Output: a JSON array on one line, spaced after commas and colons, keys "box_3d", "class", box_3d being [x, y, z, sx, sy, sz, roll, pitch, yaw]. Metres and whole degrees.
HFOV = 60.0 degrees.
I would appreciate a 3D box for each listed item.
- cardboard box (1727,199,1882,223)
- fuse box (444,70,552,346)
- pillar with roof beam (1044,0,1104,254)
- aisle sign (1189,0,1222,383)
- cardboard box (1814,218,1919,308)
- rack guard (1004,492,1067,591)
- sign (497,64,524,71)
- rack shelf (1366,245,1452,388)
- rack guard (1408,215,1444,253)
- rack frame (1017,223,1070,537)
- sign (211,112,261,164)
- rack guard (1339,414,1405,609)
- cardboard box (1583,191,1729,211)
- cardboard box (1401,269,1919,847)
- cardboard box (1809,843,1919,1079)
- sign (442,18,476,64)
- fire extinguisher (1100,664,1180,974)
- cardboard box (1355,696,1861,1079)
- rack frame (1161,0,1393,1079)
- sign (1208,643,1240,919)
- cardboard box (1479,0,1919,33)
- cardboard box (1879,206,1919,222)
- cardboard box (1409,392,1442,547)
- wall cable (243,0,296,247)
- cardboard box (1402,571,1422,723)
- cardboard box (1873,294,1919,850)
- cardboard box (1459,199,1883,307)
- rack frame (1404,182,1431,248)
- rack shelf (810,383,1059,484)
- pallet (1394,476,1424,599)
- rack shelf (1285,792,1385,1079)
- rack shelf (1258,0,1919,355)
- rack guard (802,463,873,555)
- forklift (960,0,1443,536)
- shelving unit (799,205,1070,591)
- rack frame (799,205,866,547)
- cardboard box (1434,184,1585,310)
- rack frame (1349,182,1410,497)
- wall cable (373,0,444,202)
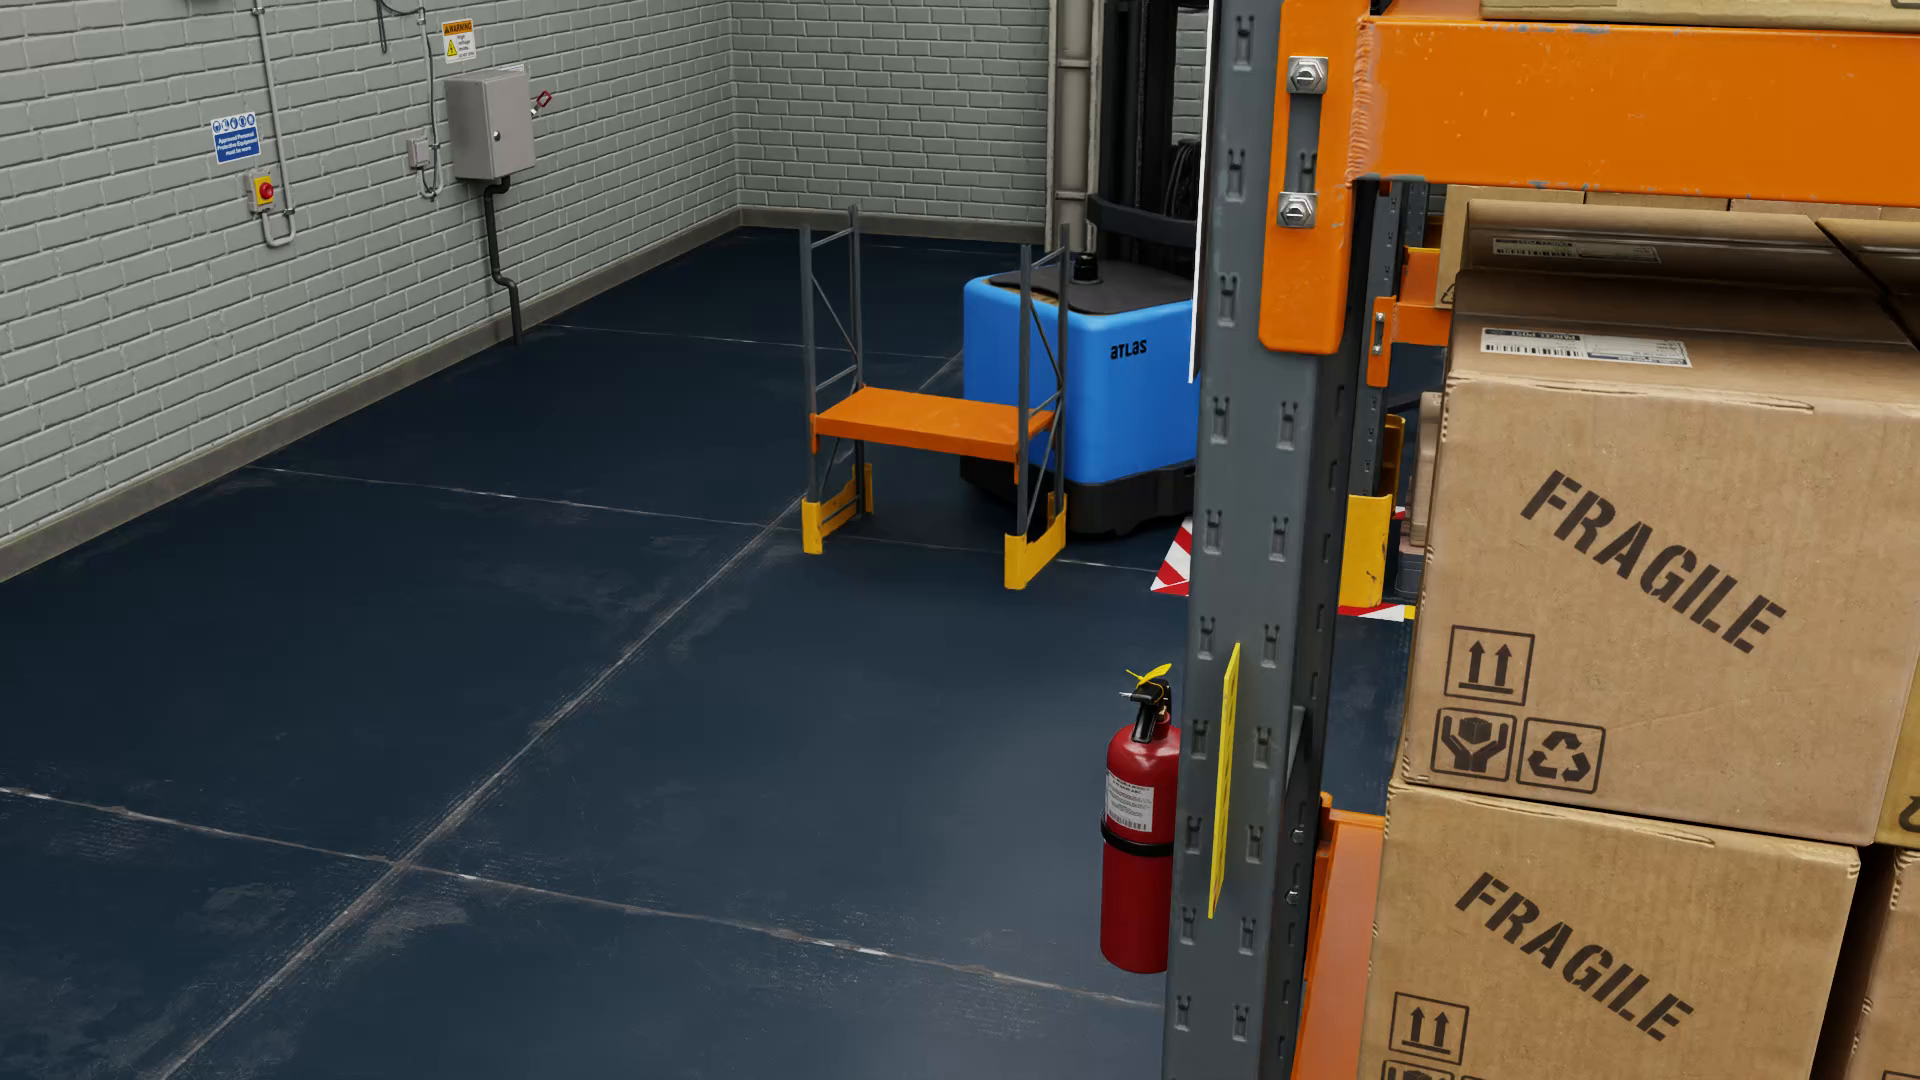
[{"box_3d": [3.155, -1.101, 6.369, 0.500, 0.500, 0.500, 6, 23, 15], "class": "cardboard box"}, {"box_3d": [-2.855, -2.080, 10.585, 0.414, 1.711, 0.539, 7, 23, 16], "class": "fuse box"}, {"box_3d": [-0.330, -4.957, 7.998, 0.400, 9.000, 9.100, 7, 23, 16], "class": "pillar with roof beam"}, {"box_3d": [0.314, -0.611, 1.882, 0.004, 0.787, 0.394, 7, 23, 16], "class": "aisle sign"}, {"box_3d": [1.466, -0.140, 2.319, 0.500, 0.500, 0.500, 6, 23, 14], "class": "cardboard box"}, {"box_3d": [0.342, -0.002, 7.445, 0.087, 0.250, 0.587, 9, 24, 22], "class": "rack guard"}, {"box_3d": [-2.910, -2.834, 10.851, 0.001, 0.494, 0.329, 7, 23, 16], "class": "sign"}, {"box_3d": [3.719, -0.767, 6.635, 4.000, 0.370, 1.077, 7, 23, 16], "class": "rack shelf"}, {"box_3d": [3.307, -1.958, 11.884, 0.348, 0.500, 1.175, 7, 23, 16], "class": "rack guard"}, {"box_3d": [0.359, -0.577, 7.200, 0.032, 1.500, 0.500, 9, 24, 22], "class": "rack frame"}, {"box_3d": [-3.674, -2.043, 8.441, 0.001, 0.218, 0.327, 7, 23, 16], "class": "sign"}, {"box_3d": [1.781, -0.165, 7.514, 0.348, 0.500, 1.175, 7, 23, 16], "class": "rack guard"}, {"box_3d": [2.673, -1.163, 6.521, 0.500, 0.500, 0.500, 6, 23, 15], "class": "cardboard box"}, {"box_3d": [0.824, -0.010, 2.001, 0.500, 0.500, 0.500, 6, 23, 15], "class": "cardboard box"}, {"box_3d": [1.341, 0.506, 2.061, 0.500, 0.500, 0.500, 7, 23, 16], "class": "cardboard box"}, {"box_3d": [-3.069, -3.060, 10.190, 0.001, 0.242, 0.339, 7, 23, 16], "class": "sign"}, {"box_3d": [0.363, 0.504, 3.183, 0.183, 0.674, 0.296, 7, 23, 16], "class": "fire extinguisher"}, {"box_3d": [0.821, 0.456, 2.181, 0.500, 0.500, 0.500, 8, 24, 18], "class": "cardboard box"}, {"box_3d": [0.470, 0.492, 2.618, 0.053, 2.616, 0.949, 7, 23, 16], "class": "rack frame"}, {"box_3d": [0.314, 0.287, 1.976, 0.005, 0.325, 0.100, 7, 23, 16], "class": "sign"}, {"box_3d": [0.827, -0.686, 1.734, 0.500, 0.250, 0.500, 7, 23, 17], "class": "cardboard box"}, {"box_3d": [3.639, -1.052, 6.250, 0.500, 0.500, 0.500, 7, 23, 17], "class": "cardboard box"}, {"box_3d": [2.465, -0.292, 7.351, 0.875, 0.438, 0.875, 6, 23, 14], "class": "cardboard box"}, {"box_3d": [-3.601, -2.413, 8.320, 0.123, 1.953, 0.585, 7, 23, 16], "class": "wall cable"}, {"box_3d": [0.975, 0.263, 2.654, 0.500, 0.500, 0.500, 7, 23, 17], "class": "cardboard box"}, {"box_3d": [1.309, 0.043, 1.872, 0.500, 0.500, 0.500, 7, 23, 17], "class": "cardboard box"}, {"box_3d": [0.981, -0.196, 2.454, 0.500, 0.500, 0.500, 6, 23, 14], "class": "cardboard box"}, {"box_3d": [3.234, -3.123, 11.430, 0.127, 3.000, 1.000, 7, 23, 16], "class": "rack frame"}, {"box_3d": [-0.106, -0.488, 7.458, 1.000, 0.185, 0.538, 9, 24, 22], "class": "rack shelf"}, {"box_3d": [2.592, 0.031, 7.418, 1.213, 0.211, 1.003, 7, 23, 16], "class": "pallet"}, {"box_3d": [2.386, 1.043, 2.223, 4.000, 0.370, 1.077, 7, 23, 16], "class": "rack shelf"}, {"box_3d": [2.386, -0.345, 1.654, 4.000, 0.370, 1.077, 7, 23, 16], "class": "rack shelf"}, {"box_3d": [-0.570, -0.154, 7.815, 0.087, 0.250, 0.587, 9, 24, 22], "class": "rack guard"}, {"box_3d": [1.493, -1.799, 8.293, 3.031, 2.935, 1.130, -15, 27, -33], "class": "forklift"}, {"box_3d": [-0.114, -0.656, 7.393, 1.083, 1.500, 0.587, 9, 24, 22], "class": "shelving unit"}, {"box_3d": [-0.571, -0.732, 7.579, 0.032, 1.500, 0.500, 9, 24, 22], "class": "rack frame"}, {"box_3d": [2.181, -1.208, 6.631, 0.500, 0.500, 0.500, 6, 23, 15], "class": "cardboard box"}, {"box_3d": [1.804, -1.319, 7.033, 0.127, 3.000, 1.000, 7, 23, 16], "class": "rack frame"}, {"box_3d": [-3.203, -2.915, 9.585, 0.122, 1.984, 0.588, 7, 23, 16], "class": "wall cable"}]
